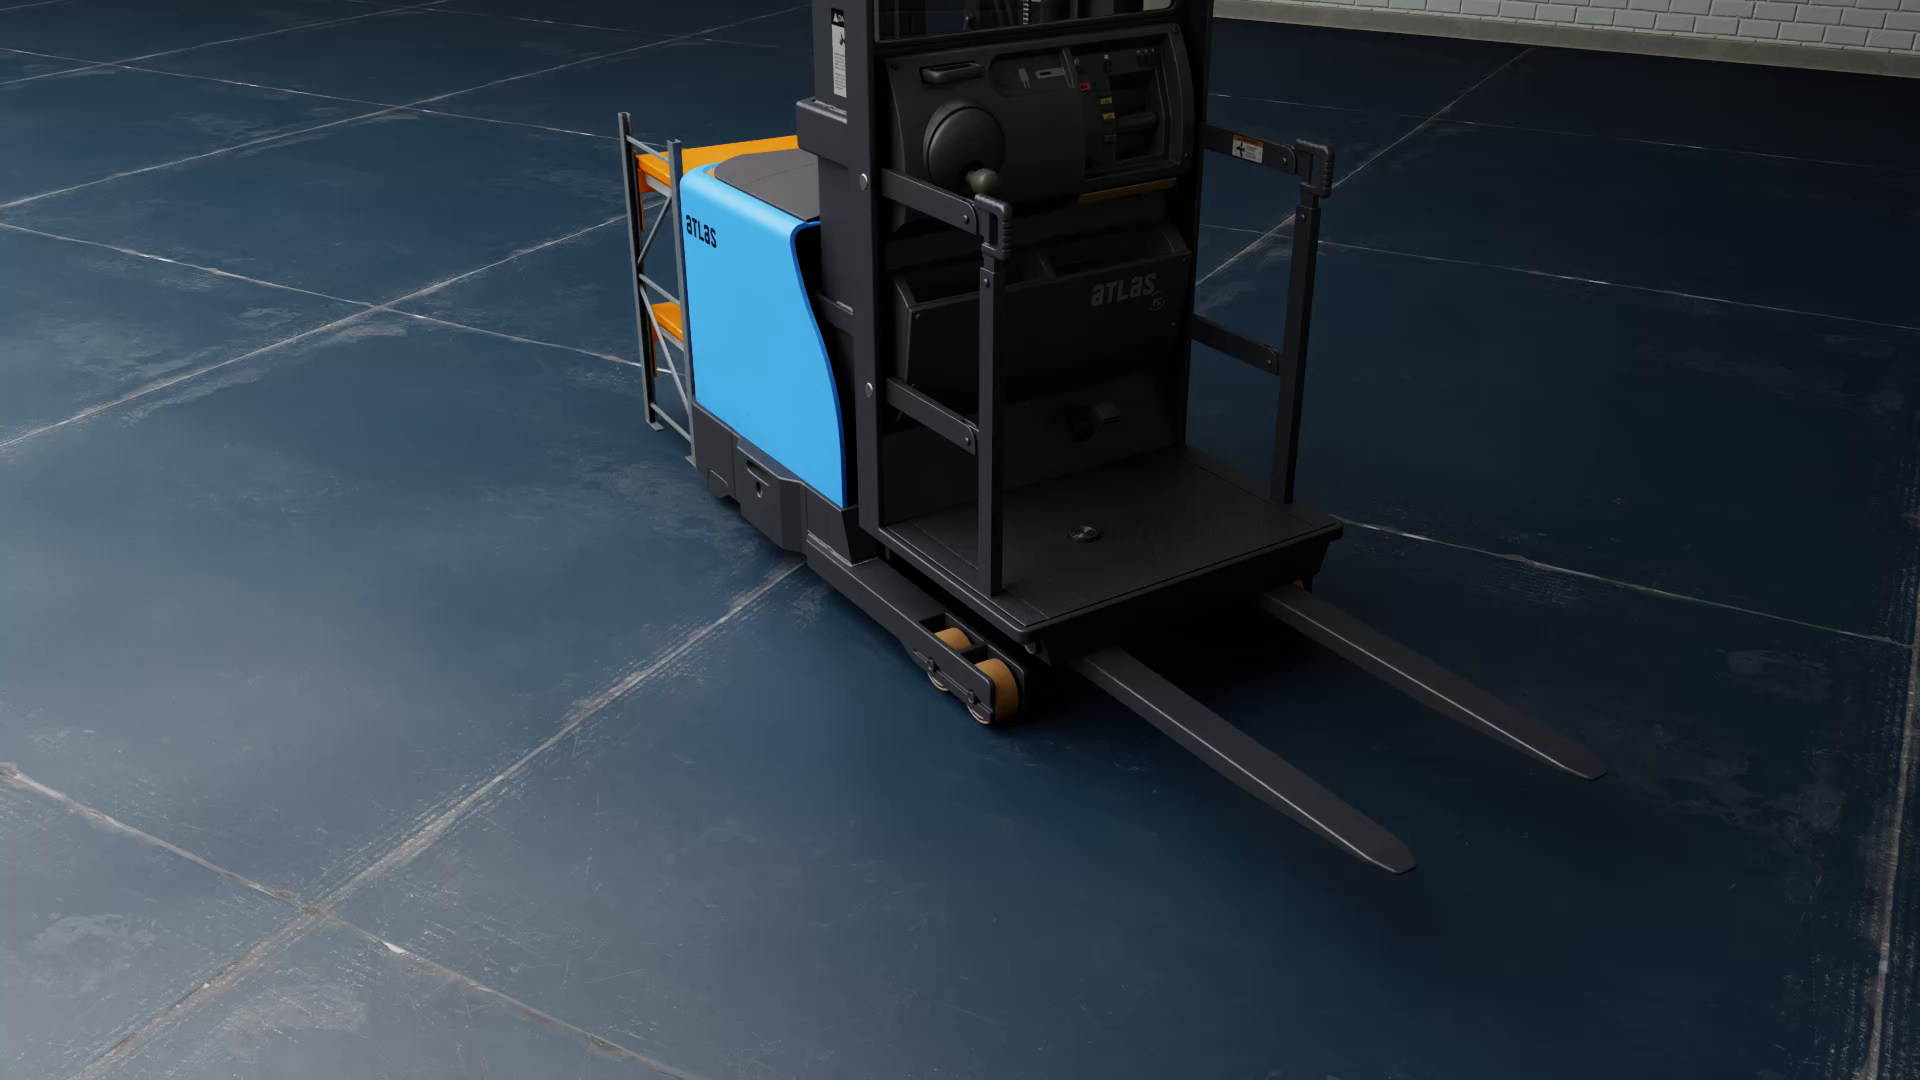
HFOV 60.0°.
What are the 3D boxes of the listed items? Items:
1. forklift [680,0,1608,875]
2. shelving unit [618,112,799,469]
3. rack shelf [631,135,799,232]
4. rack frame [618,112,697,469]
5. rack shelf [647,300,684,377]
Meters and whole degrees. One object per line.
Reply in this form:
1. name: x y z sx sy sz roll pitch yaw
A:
1. forklift: 0.342 -1.078 4.129 1.130 2.935 3.031 -16 31 -29
2. shelving unit: -0.578 -0.960 5.912 1.048 1.125 0.538 -15 30 -27
3. rack shelf: -0.578 -1.222 5.781 1.000 0.278 0.538 -15 30 -27
4. rack frame: -1.018 -0.846 5.684 0.032 1.125 0.500 -15 30 -27
5. rack shelf: -0.578 -0.742 6.021 1.000 0.278 0.538 -15 30 -27
